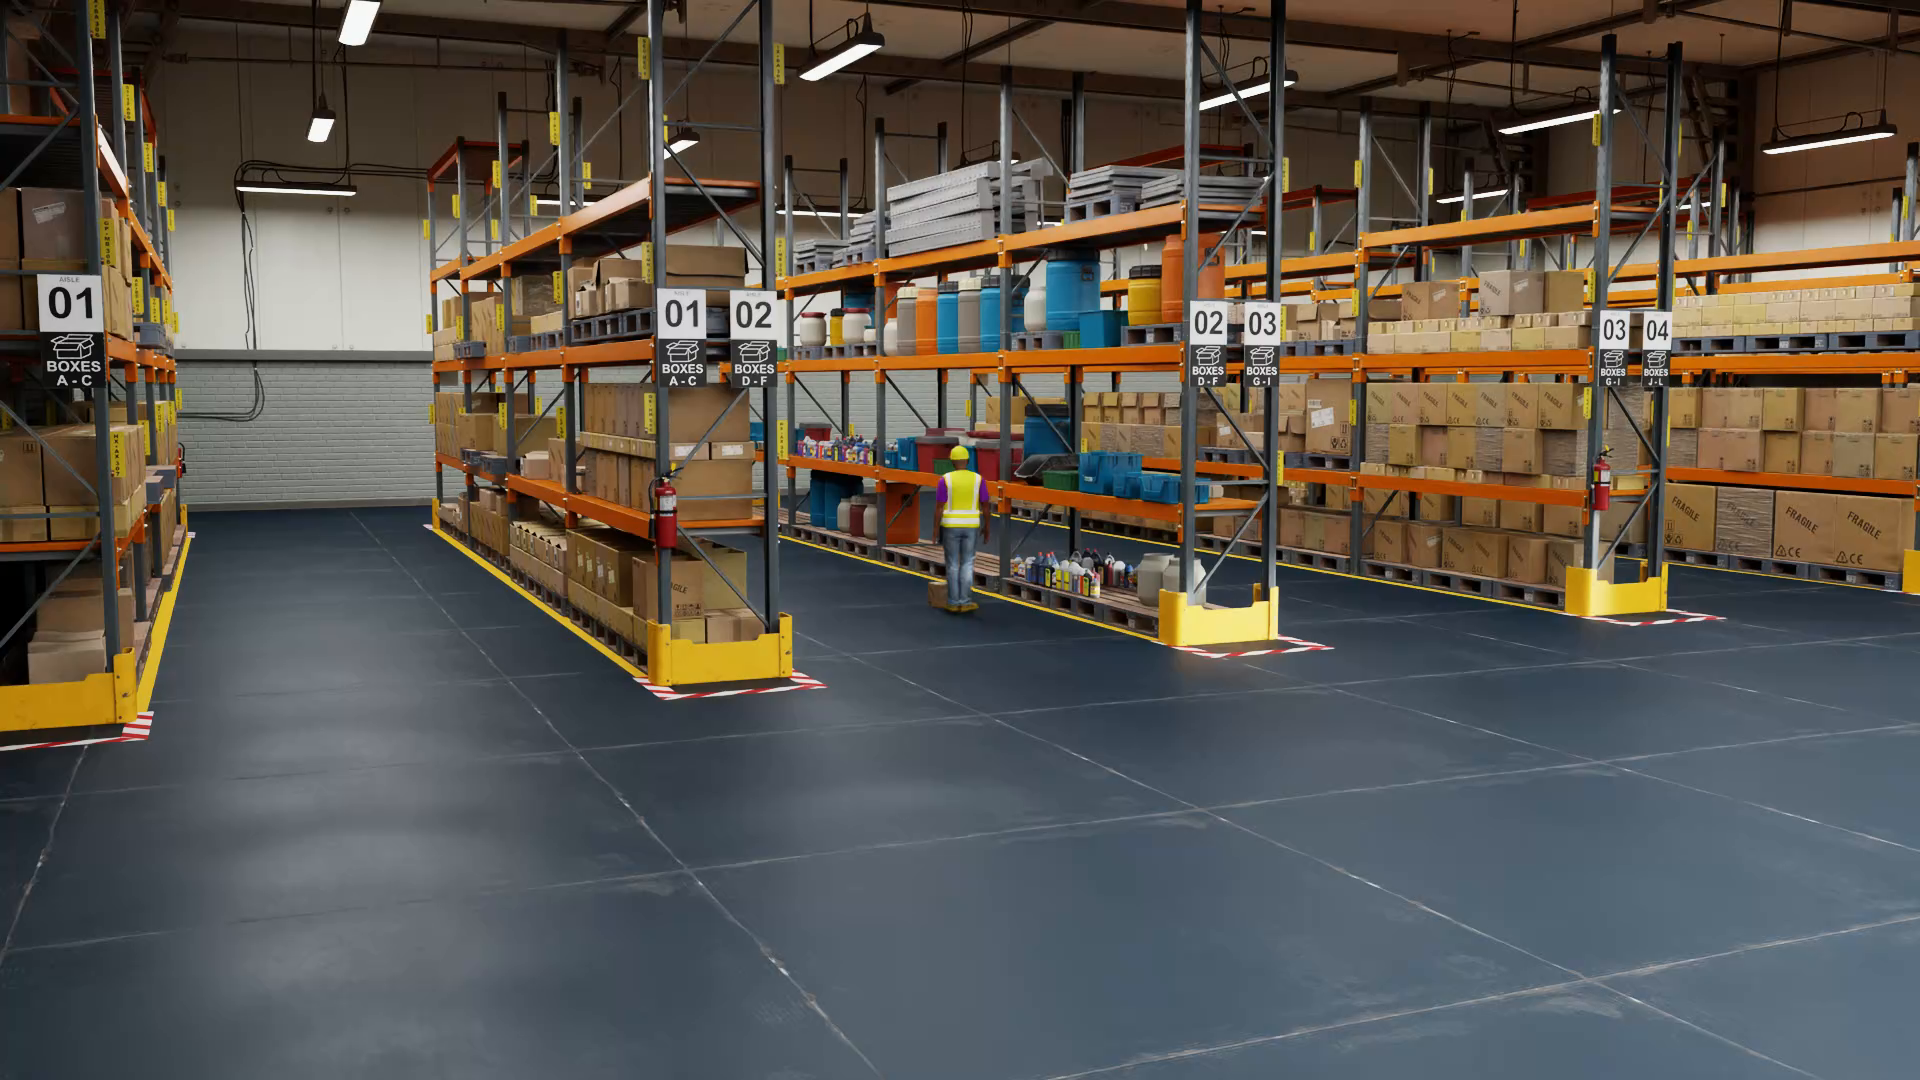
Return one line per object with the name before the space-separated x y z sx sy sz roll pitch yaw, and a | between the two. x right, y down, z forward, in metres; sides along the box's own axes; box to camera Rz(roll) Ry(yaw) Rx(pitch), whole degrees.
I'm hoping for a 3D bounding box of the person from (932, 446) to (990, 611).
person | 0.009 -0.127 17.803 0.643 1.766 0.377 -1 5 -9
